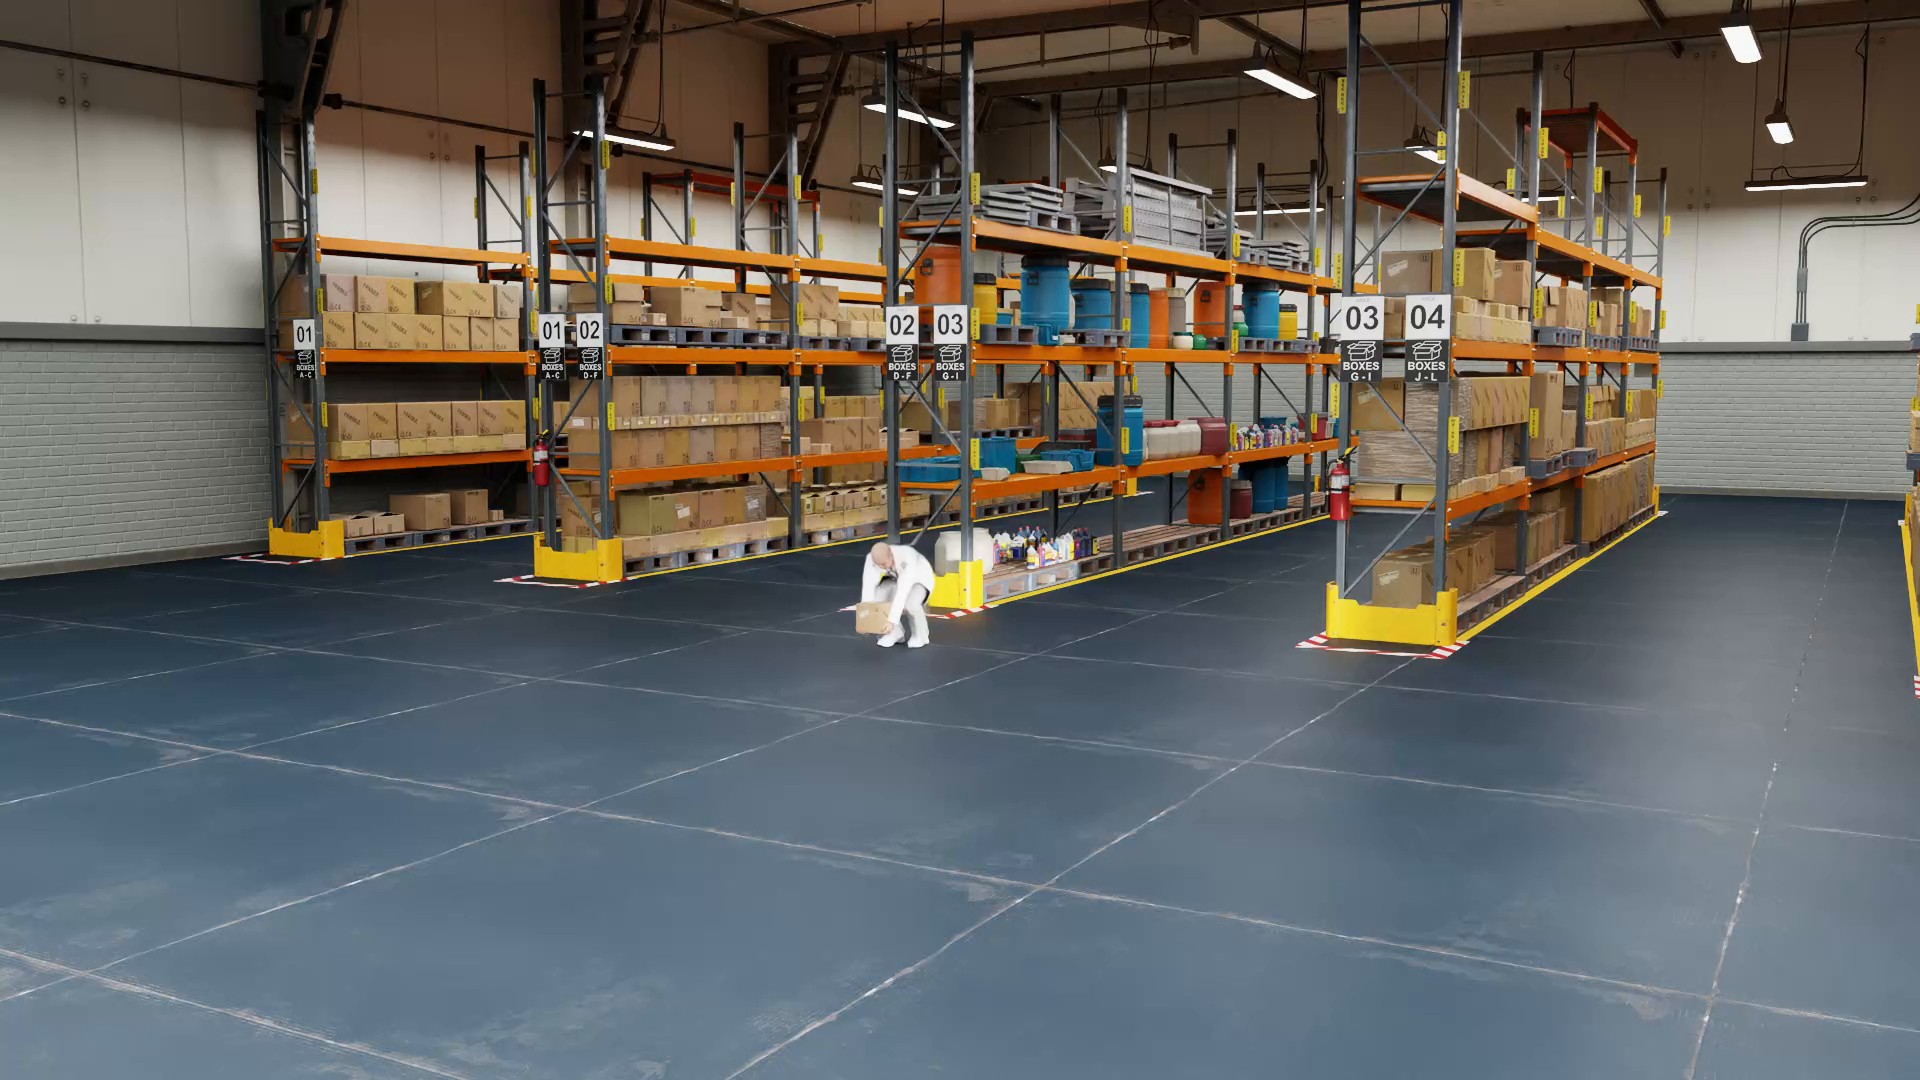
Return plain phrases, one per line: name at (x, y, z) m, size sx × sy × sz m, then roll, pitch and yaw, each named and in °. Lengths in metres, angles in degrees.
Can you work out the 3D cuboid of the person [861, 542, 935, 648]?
person at (-0.574, 0.489, 15.148) m, size 0.585 × 0.992 × 0.939 m, roll 3°, pitch 6°, yaw 27°
